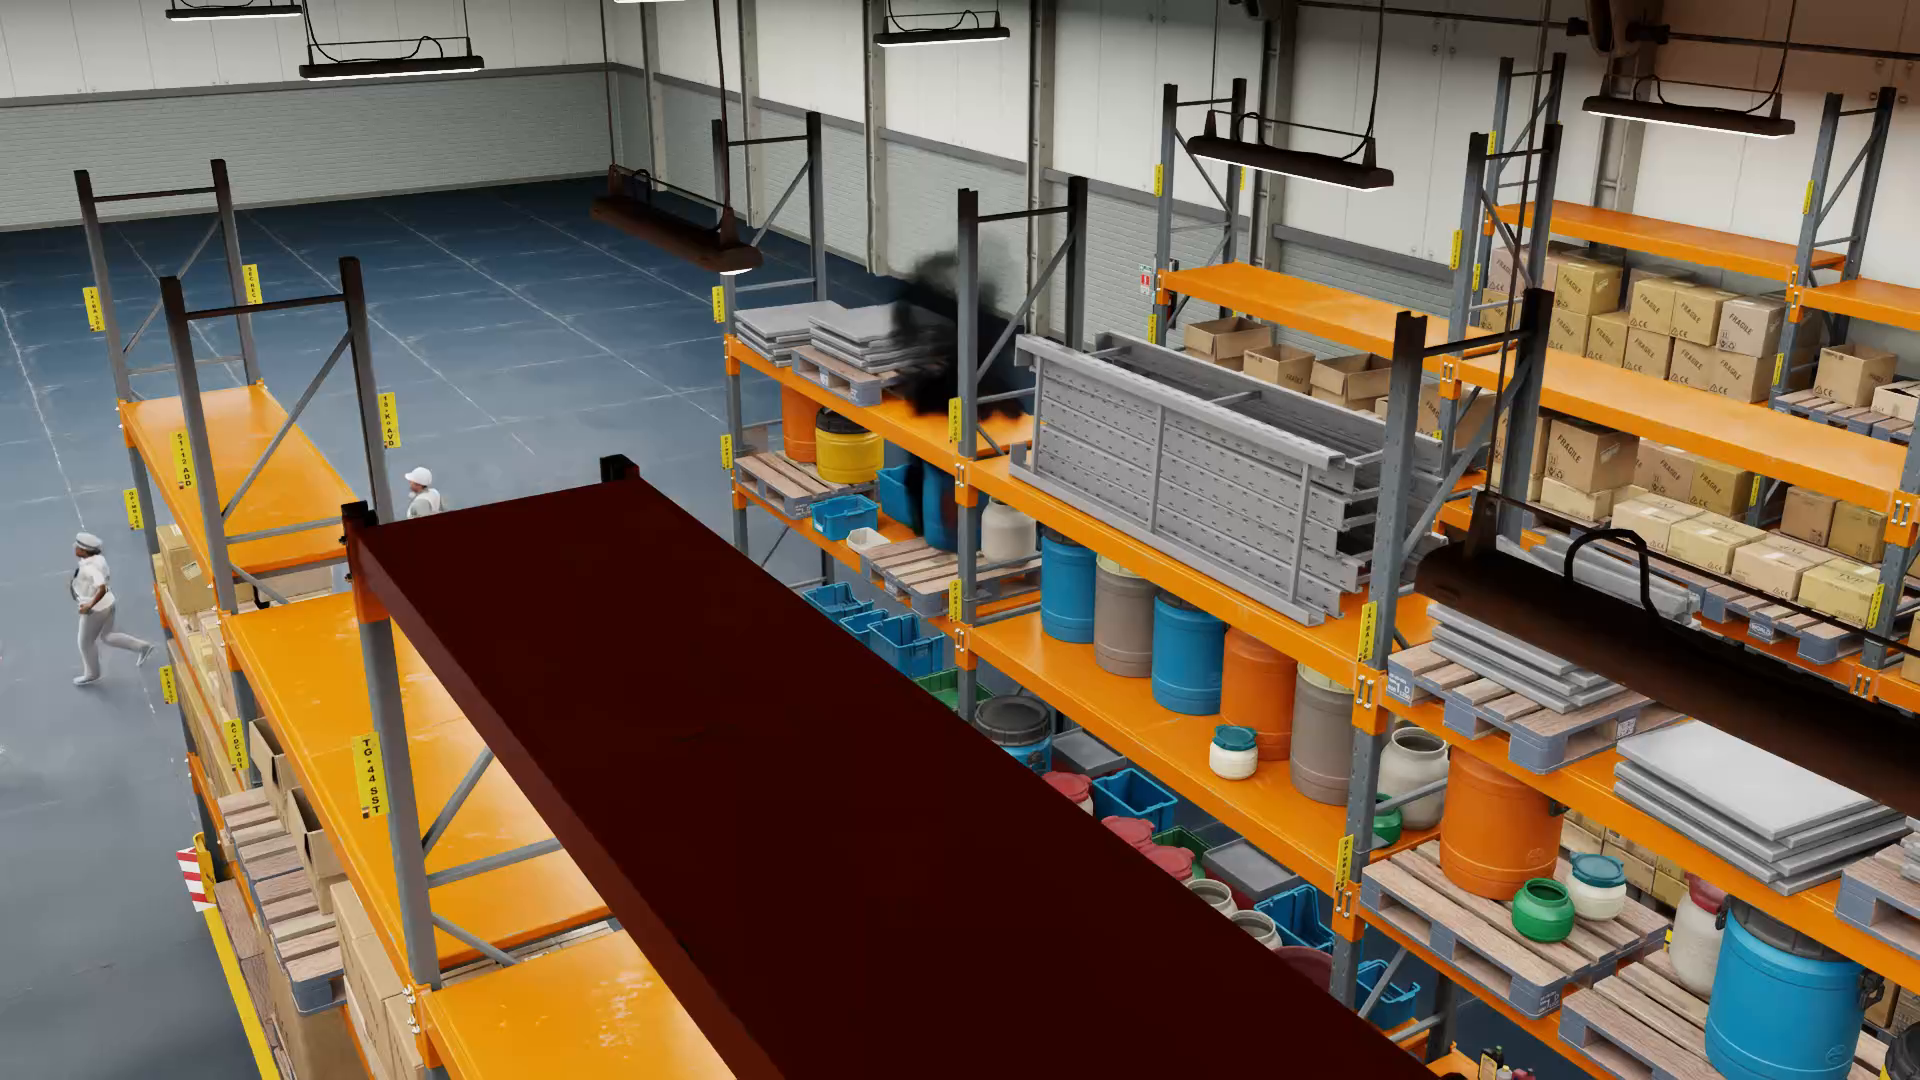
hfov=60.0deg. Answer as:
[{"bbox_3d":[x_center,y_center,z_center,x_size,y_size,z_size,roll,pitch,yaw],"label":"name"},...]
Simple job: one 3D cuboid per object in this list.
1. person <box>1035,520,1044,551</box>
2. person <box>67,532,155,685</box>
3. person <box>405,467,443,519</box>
[{"bbox_3d":[1.055,-0.265,20.112,0.859,1.519,0.541,2,22,5],"label":"person"},{"bbox_3d":[-8.976,0.715,17.363,0.838,1.692,0.579,-3,22,-7],"label":"person"},{"bbox_3d":[-6.044,-0.007,19.101,0.641,1.733,0.687,-1,22,-3],"label":"person"}]
